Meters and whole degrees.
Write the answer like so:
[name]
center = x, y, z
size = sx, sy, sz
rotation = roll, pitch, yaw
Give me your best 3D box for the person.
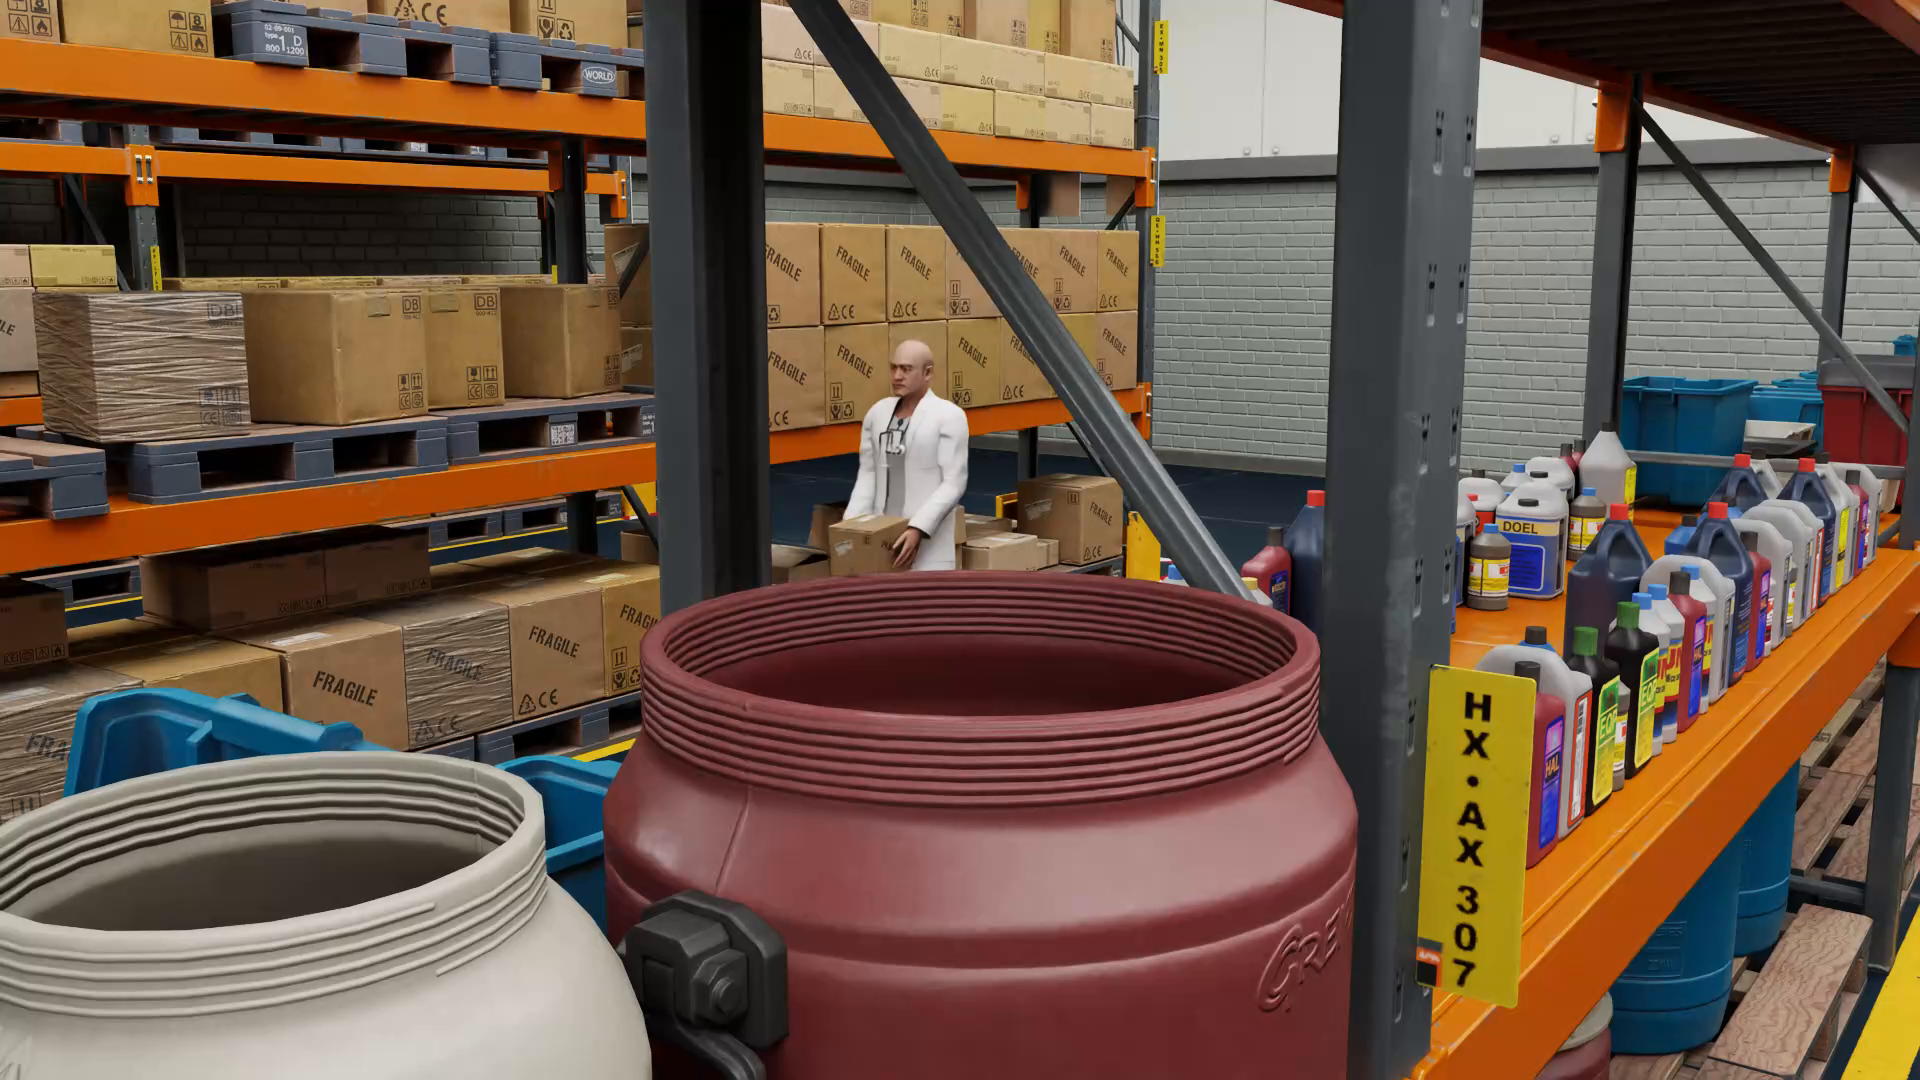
[person]
center = -0.258, 0.023, 7.276
size = 0.572, 1.782, 0.479
rotation = 7, 12, 35
